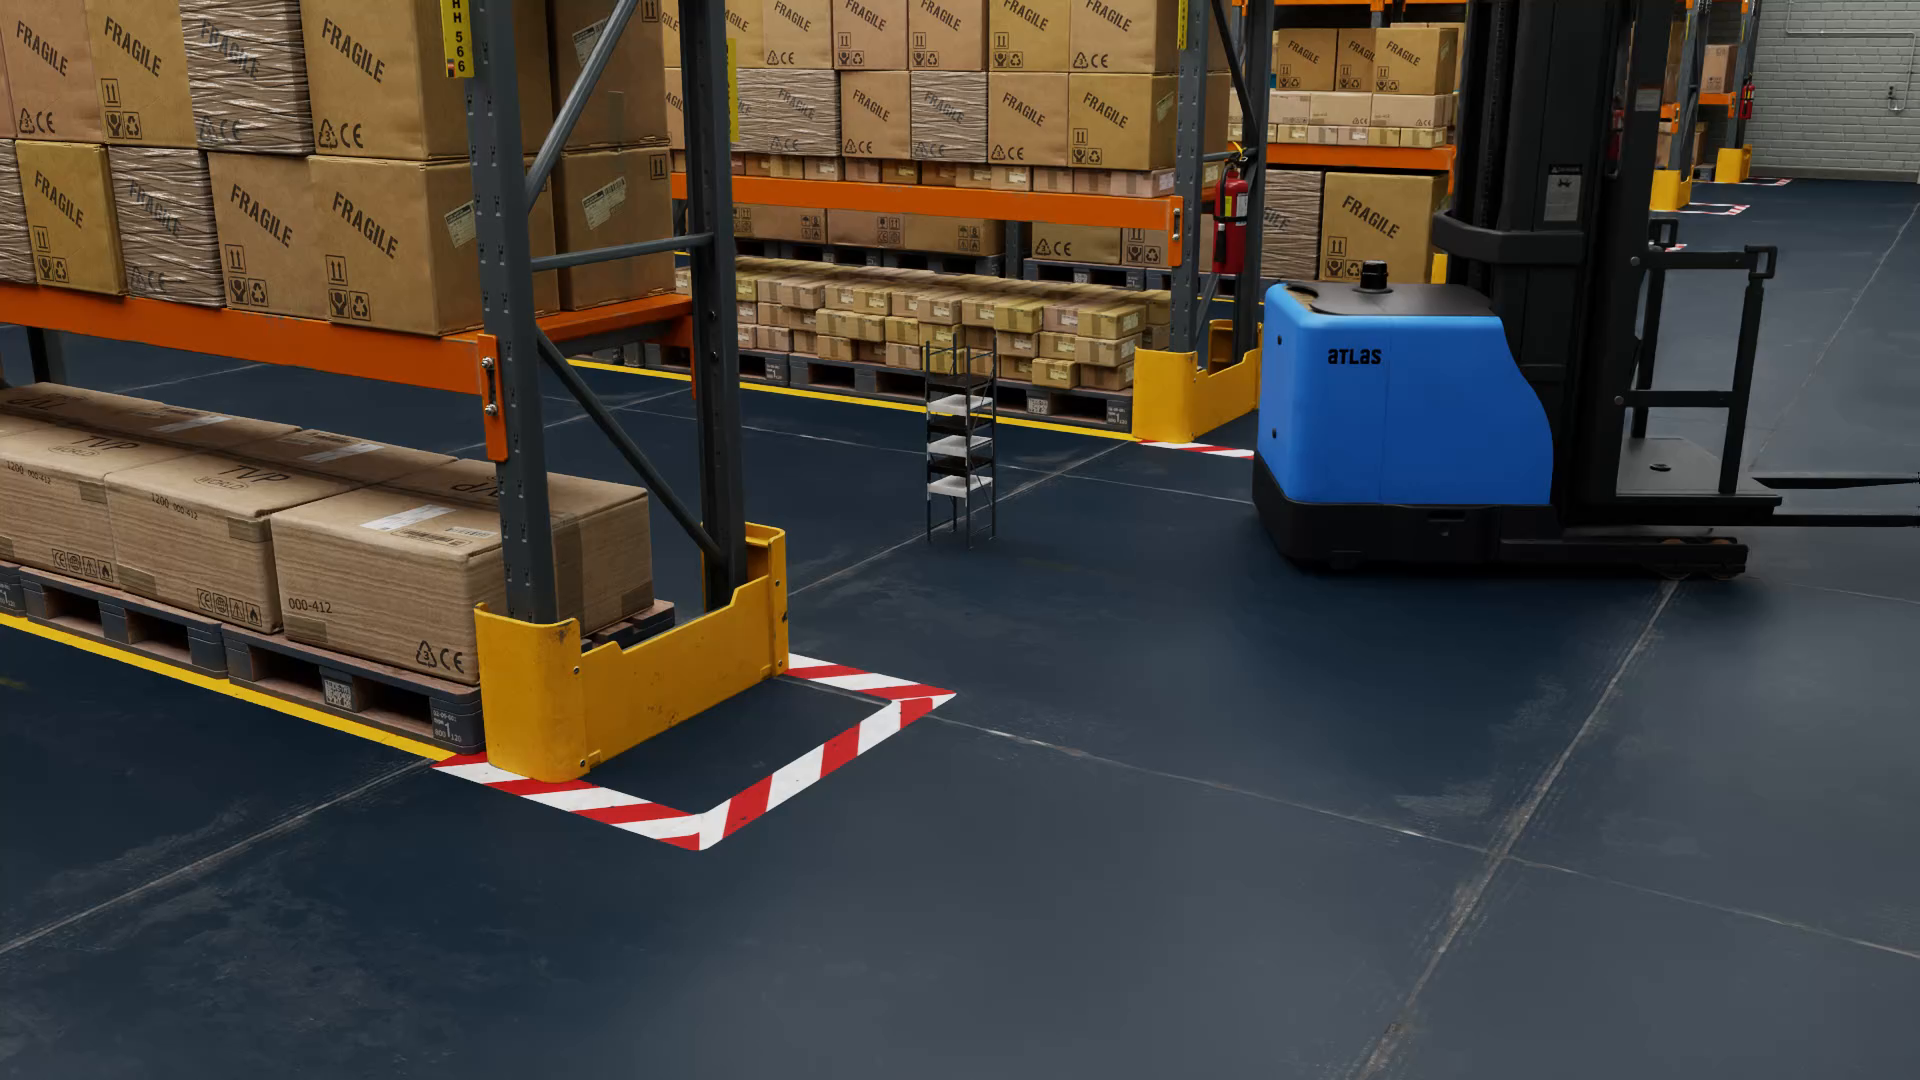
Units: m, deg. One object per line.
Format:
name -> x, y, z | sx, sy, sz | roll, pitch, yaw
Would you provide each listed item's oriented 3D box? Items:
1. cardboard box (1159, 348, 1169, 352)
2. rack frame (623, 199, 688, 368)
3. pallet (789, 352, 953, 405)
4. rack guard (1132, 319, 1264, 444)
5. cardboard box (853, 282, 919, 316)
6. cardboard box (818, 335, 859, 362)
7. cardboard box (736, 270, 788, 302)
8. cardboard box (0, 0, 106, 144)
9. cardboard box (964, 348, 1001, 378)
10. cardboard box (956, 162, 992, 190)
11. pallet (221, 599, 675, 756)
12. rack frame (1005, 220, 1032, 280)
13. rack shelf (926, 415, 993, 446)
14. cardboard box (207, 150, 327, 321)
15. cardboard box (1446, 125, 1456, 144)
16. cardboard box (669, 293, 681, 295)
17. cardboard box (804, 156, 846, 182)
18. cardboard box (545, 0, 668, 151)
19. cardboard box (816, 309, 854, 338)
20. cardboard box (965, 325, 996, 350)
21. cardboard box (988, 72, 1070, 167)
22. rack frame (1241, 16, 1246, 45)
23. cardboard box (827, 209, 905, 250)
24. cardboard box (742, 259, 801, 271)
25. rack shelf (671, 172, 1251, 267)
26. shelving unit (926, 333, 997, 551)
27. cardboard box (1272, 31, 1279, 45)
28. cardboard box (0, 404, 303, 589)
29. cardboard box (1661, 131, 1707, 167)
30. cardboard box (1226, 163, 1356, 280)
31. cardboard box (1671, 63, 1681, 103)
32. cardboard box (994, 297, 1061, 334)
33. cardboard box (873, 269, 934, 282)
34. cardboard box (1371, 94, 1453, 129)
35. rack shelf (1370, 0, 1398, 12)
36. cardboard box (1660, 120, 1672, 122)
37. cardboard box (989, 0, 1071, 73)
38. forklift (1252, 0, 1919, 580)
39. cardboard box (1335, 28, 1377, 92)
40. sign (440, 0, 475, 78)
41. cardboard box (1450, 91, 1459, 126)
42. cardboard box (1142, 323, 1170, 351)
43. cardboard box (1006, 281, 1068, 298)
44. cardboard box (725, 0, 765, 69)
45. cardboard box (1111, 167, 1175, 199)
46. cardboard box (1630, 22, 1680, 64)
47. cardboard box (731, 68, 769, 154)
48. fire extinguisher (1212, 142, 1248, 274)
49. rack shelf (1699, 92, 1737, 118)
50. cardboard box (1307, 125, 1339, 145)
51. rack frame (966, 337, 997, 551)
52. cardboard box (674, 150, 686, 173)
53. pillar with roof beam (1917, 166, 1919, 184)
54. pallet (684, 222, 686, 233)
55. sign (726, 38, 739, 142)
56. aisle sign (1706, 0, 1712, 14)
cardboard box -> 1.173, -1.110, 10.057 | 0.250, 0.149, 0.380 | 11, 20, 31
rack frame -> -1.957, -2.723, 11.183 | 0.127, 3.000, 1.000 | 10, 20, 30
pallet -> -0.322, -1.110, 10.671 | 1.213, 0.211, 1.003 | 10, 20, 30
rack guard -> 1.387, -0.930, 9.582 | 0.348, 0.500, 1.175 | 10, 20, 30
cardboard box -> -0.454, -1.496, 10.305 | 0.250, 0.149, 0.380 | 10, 20, 30
cardboard box -> -0.688, -1.237, 10.476 | 0.250, 0.149, 0.380 | 10, 19, 29
cardboard box -> -1.327, -1.658, 10.836 | 0.250, 0.149, 0.380 | 10, 19, 29
cardboard box -> -2.896, -1.639, 5.723 | 0.500, 0.500, 0.500 | 10, 20, 30
cardboard box -> 0.224, -1.089, 9.989 | 0.250, 0.149, 0.380 | 10, 20, 31
cardboard box -> 0.173, -2.136, 9.683 | 0.250, 0.149, 0.380 | 9, 19, 28
pallet -> -1.775, 0.359, 5.836 | 1.213, 0.211, 1.003 | 10, 20, 30
rack frame -> 0.725, -3.936, 15.177 | 0.127, 3.000, 1.000 | 10, 20, 30
rack shelf -> 0.007, -0.484, 7.230 | 0.200, 0.077, 0.258 | 10, 20, 30
cardboard box -> -2.022, -1.009, 5.369 | 0.500, 0.500, 0.500 | 10, 19, 29
cardboard box -> 4.004, -3.343, 13.657 | 0.250, 0.149, 0.380 | 10, 20, 31
cardboard box -> -1.815, -1.567, 11.051 | 0.250, 0.149, 0.380 | 11, 20, 33
cardboard box -> -0.739, -2.290, 10.191 | 0.250, 0.149, 0.380 | 11, 20, 32
cardboard box -> -1.313, -1.543, 5.407 | 0.500, 0.500, 0.500 | 10, 19, 29
cardboard box -> -0.694, -1.379, 10.432 | 0.250, 0.149, 0.380 | 10, 20, 30
cardboard box -> 0.234, -1.248, 9.999 | 0.250, 0.149, 0.380 | 10, 19, 29
cardboard box -> 0.498, -2.389, 9.400 | 0.500, 0.500, 0.500 | 10, 19, 29
rack frame -> 5.093, -8.224, 29.296 | 0.127, 3.000, 1.000 | 10, 20, 30
cardboard box -> -0.593, -3.348, 16.176 | 0.875, 0.875, 1.225 | 9, 19, 28
cardboard box -> -1.279, -1.825, 11.389 | 0.250, 0.149, 0.380 | 10, 20, 31
rack shelf -> -0.253, -2.074, 10.286 | 4.000, 0.370, 1.077 | 10, 20, 30
shelving unit -> 0.007, -0.429, 7.246 | 0.210, 0.900, 0.258 | 10, 20, 30
cardboard box -> 5.370, -8.646, 28.674 | 0.500, 0.250, 0.500 | 11, 20, 31
cardboard box -> -3.219, -0.198, 6.558 | 0.875, 0.438, 0.875 | 9, 19, 28
cardboard box -> 11.261, -6.094, 25.861 | 0.500, 0.500, 0.700 | 10, 20, 30
cardboard box -> 2.771, -2.727, 14.133 | 0.875, 0.875, 0.875 | 10, 20, 30
cardboard box -> 9.081, -5.961, 21.672 | 0.500, 0.500, 0.500 | 11, 20, 31
cardboard box -> 0.397, -1.314, 9.704 | 0.250, 0.149, 0.380 | 10, 19, 29
cardboard box -> -0.368, -1.674, 10.891 | 0.250, 0.149, 0.380 | 9, 19, 28
cardboard box -> 3.582, -3.406, 13.179 | 0.500, 0.250, 0.500 | 10, 19, 29
rack shelf -> 4.208, -7.784, 23.922 | 4.000, 0.370, 1.077 | 10, 20, 30
cardboard box -> 11.041, -6.512, 26.120 | 0.250, 0.149, 0.380 | 10, 20, 30
cardboard box -> 0.500, -2.868, 9.257 | 0.500, 0.500, 0.500 | 9, 19, 28
forklift -> 2.868, -1.394, 6.926 | 3.031, 2.935, 1.130 | 0, 17, 1
cardboard box -> 3.440, -3.973, 13.754 | 0.500, 0.500, 0.500 | 10, 19, 29
sign -> -1.349, -1.408, 4.456 | 0.005, 0.325, 0.100 | 10, 20, 30
cardboard box -> 3.866, -3.538, 13.613 | 0.500, 0.250, 0.500 | 10, 19, 29
cardboard box -> 1.139, -1.237, 9.962 | 0.250, 0.149, 0.380 | 11, 20, 32
cardboard box -> 0.483, -1.499, 10.314 | 0.250, 0.149, 0.380 | 9, 19, 27
cardboard box -> -1.250, -3.187, 10.309 | 0.500, 0.500, 0.500 | 9, 19, 28
cardboard box -> 1.026, -1.974, 9.150 | 0.250, 0.149, 0.380 | 10, 20, 30
cardboard box -> 8.798, -6.306, 21.088 | 0.500, 0.500, 0.500 | 10, 20, 30
cardboard box -> -1.241, -2.702, 10.430 | 0.500, 0.500, 0.500 | 10, 20, 30
fire extinguisher -> 1.425, -1.746, 8.743 | 0.183, 0.674, 0.296 | 10, 20, 30
rack shelf -> 10.206, -6.968, 26.396 | 4.000, 0.370, 1.077 | 10, 20, 30
cardboard box -> 3.009, -3.296, 13.502 | 0.250, 0.149, 0.380 | 11, 20, 31
rack frame -> 0.094, -0.414, 7.195 | 0.006, 0.900, 0.240 | 10, 20, 30
cardboard box -> -1.628, -2.457, 10.742 | 0.250, 0.149, 0.380 | 11, 20, 32
pillar with roof beam -> 12.411, -8.615, 20.261 | 0.400, 9.000, 9.100 | 10, 20, 30
pallet -> -3.349, -3.329, 17.978 | 1.213, 0.211, 1.003 | 10, 20, 30
sign -> -0.757, -1.462, 5.406 | 0.005, 0.325, 0.100 | 10, 20, 30
aisle sign -> 9.533, -7.086, 21.076 | 0.004, 0.787, 0.394 | 10, 20, 30
